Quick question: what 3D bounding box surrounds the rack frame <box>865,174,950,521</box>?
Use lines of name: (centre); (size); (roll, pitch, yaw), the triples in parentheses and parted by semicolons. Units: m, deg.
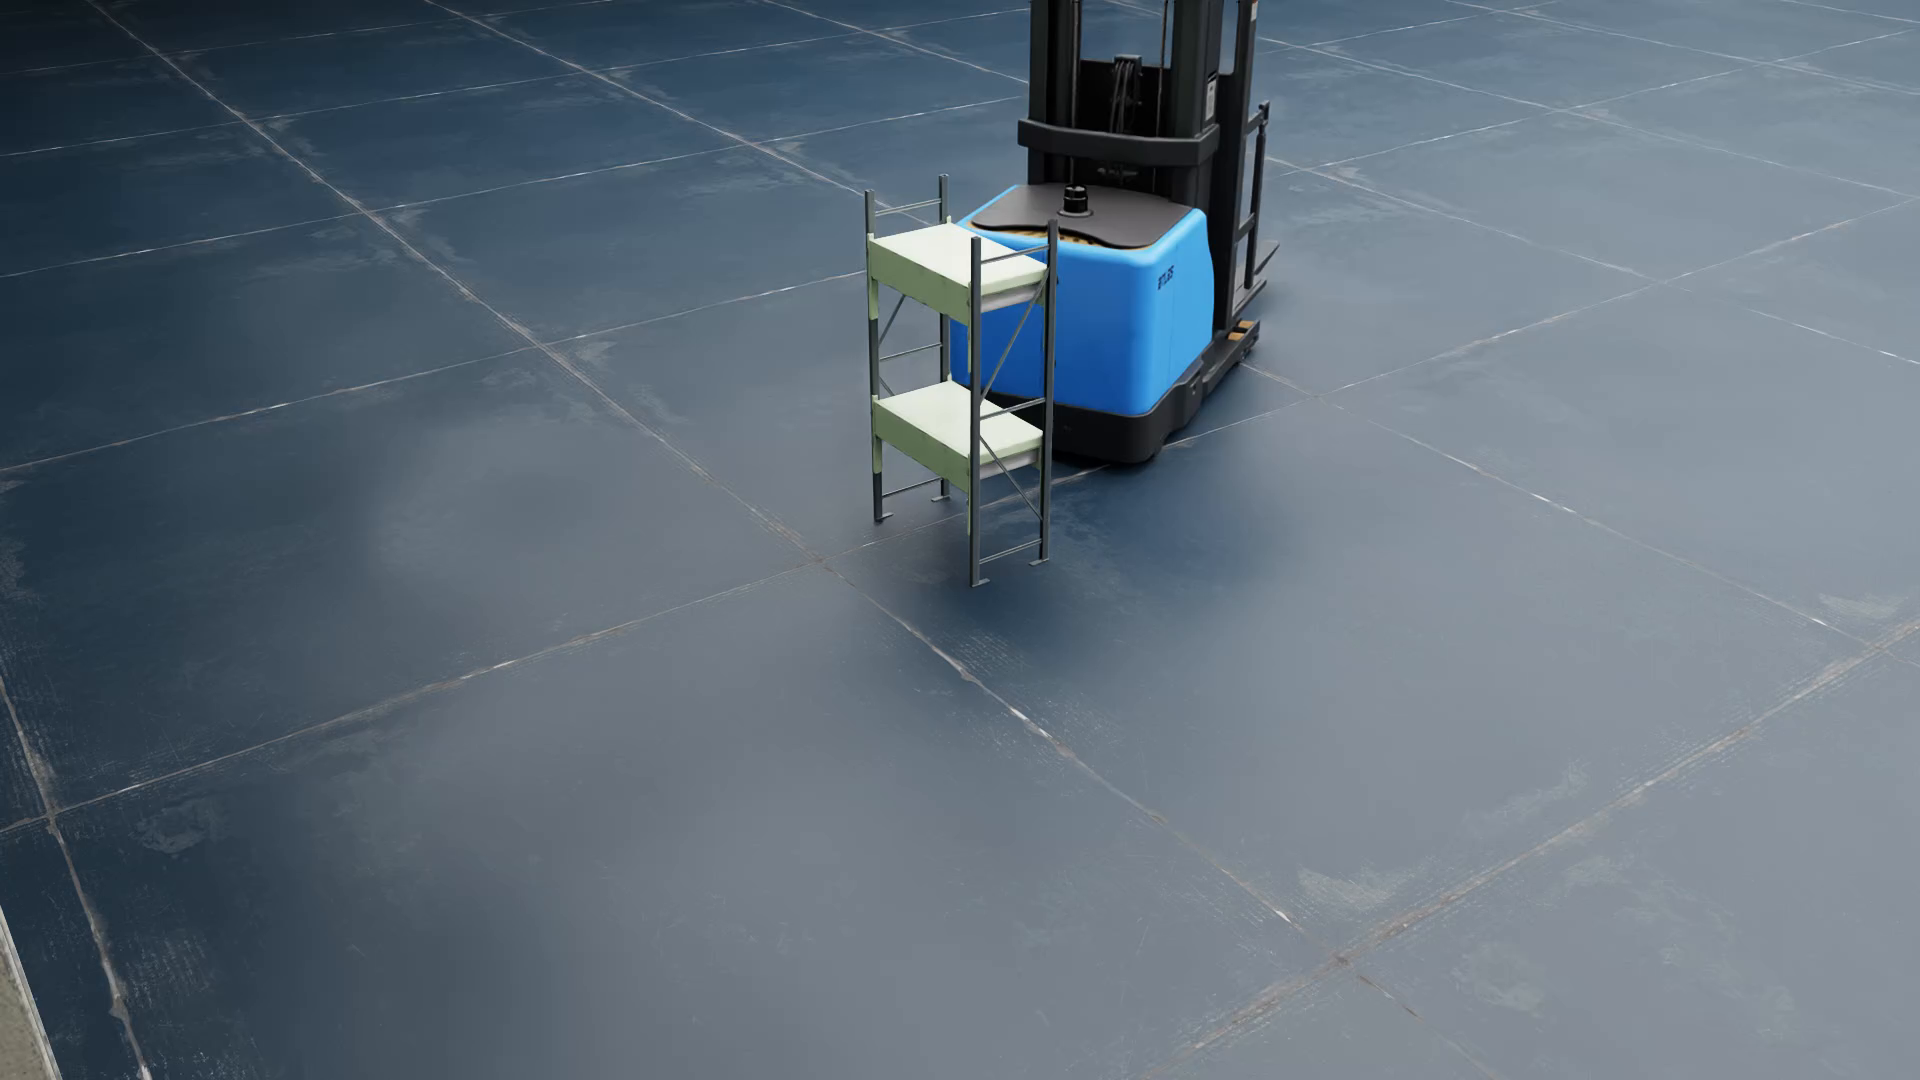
rack frame: (-0.216, -0.804, 7.166); (0.400, 1.500, 0.023); (-19, 34, -31)

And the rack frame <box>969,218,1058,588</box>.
rack frame: (0.208, -0.519, 6.642); (0.400, 1.500, 0.023); (-19, 34, -31)

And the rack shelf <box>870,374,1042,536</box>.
rack shelf: (-0.004, -0.375, 7.059); (0.431, 0.370, 0.720); (-19, 34, -31)

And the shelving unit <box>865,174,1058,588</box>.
shelving unit: (-0.004, -0.662, 6.904); (0.431, 1.500, 0.755); (-19, 34, -31)

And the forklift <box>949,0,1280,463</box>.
forklift: (1.006, -2.326, 8.470); (1.130, 2.935, 3.031); (12, 31, 22)

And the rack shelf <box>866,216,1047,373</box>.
rack shelf: (-0.004, -1.005, 6.718); (0.431, 0.370, 0.720); (-19, 34, -31)
